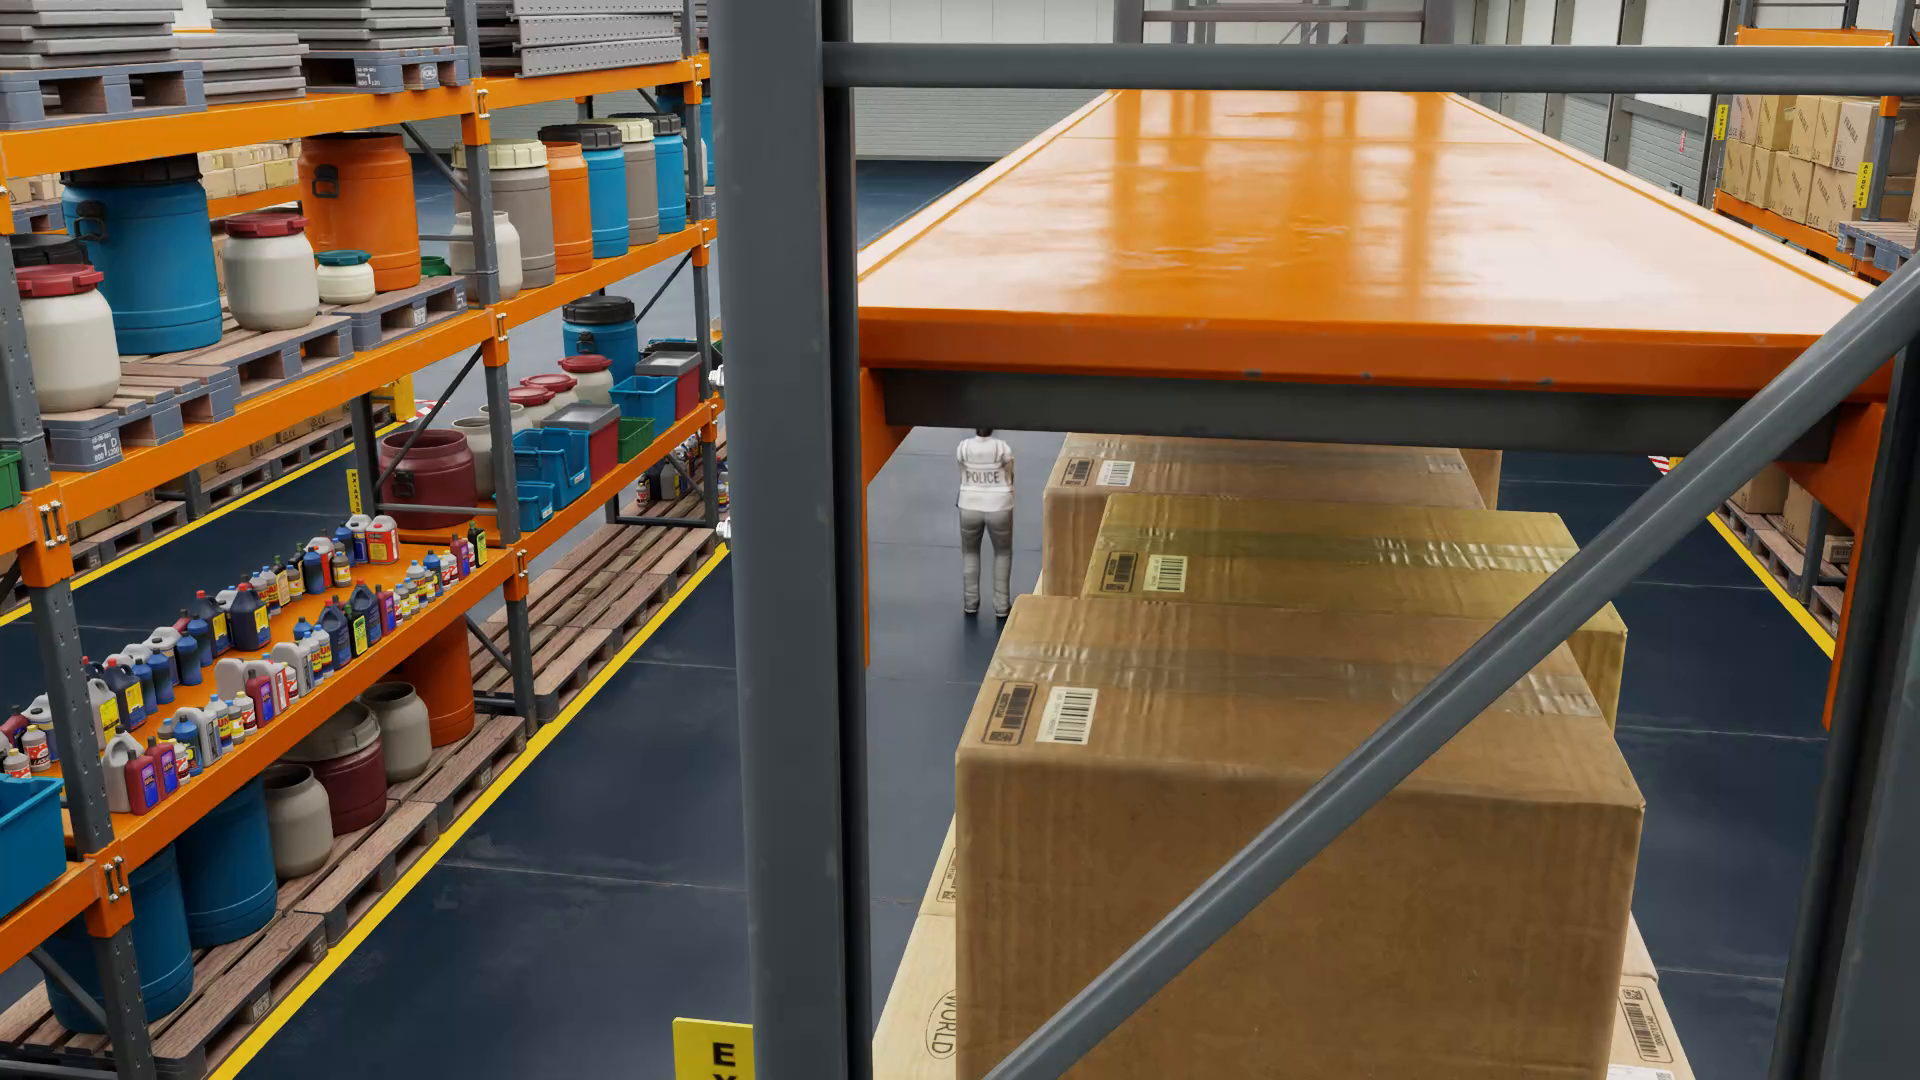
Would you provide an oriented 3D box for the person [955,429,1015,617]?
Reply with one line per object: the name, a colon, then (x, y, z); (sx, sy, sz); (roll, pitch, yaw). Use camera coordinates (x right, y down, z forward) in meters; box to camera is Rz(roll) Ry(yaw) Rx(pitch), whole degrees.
person: (0.203, -0.237, 12.796); (0.452, 1.663, 0.542); (3, 18, 8)
